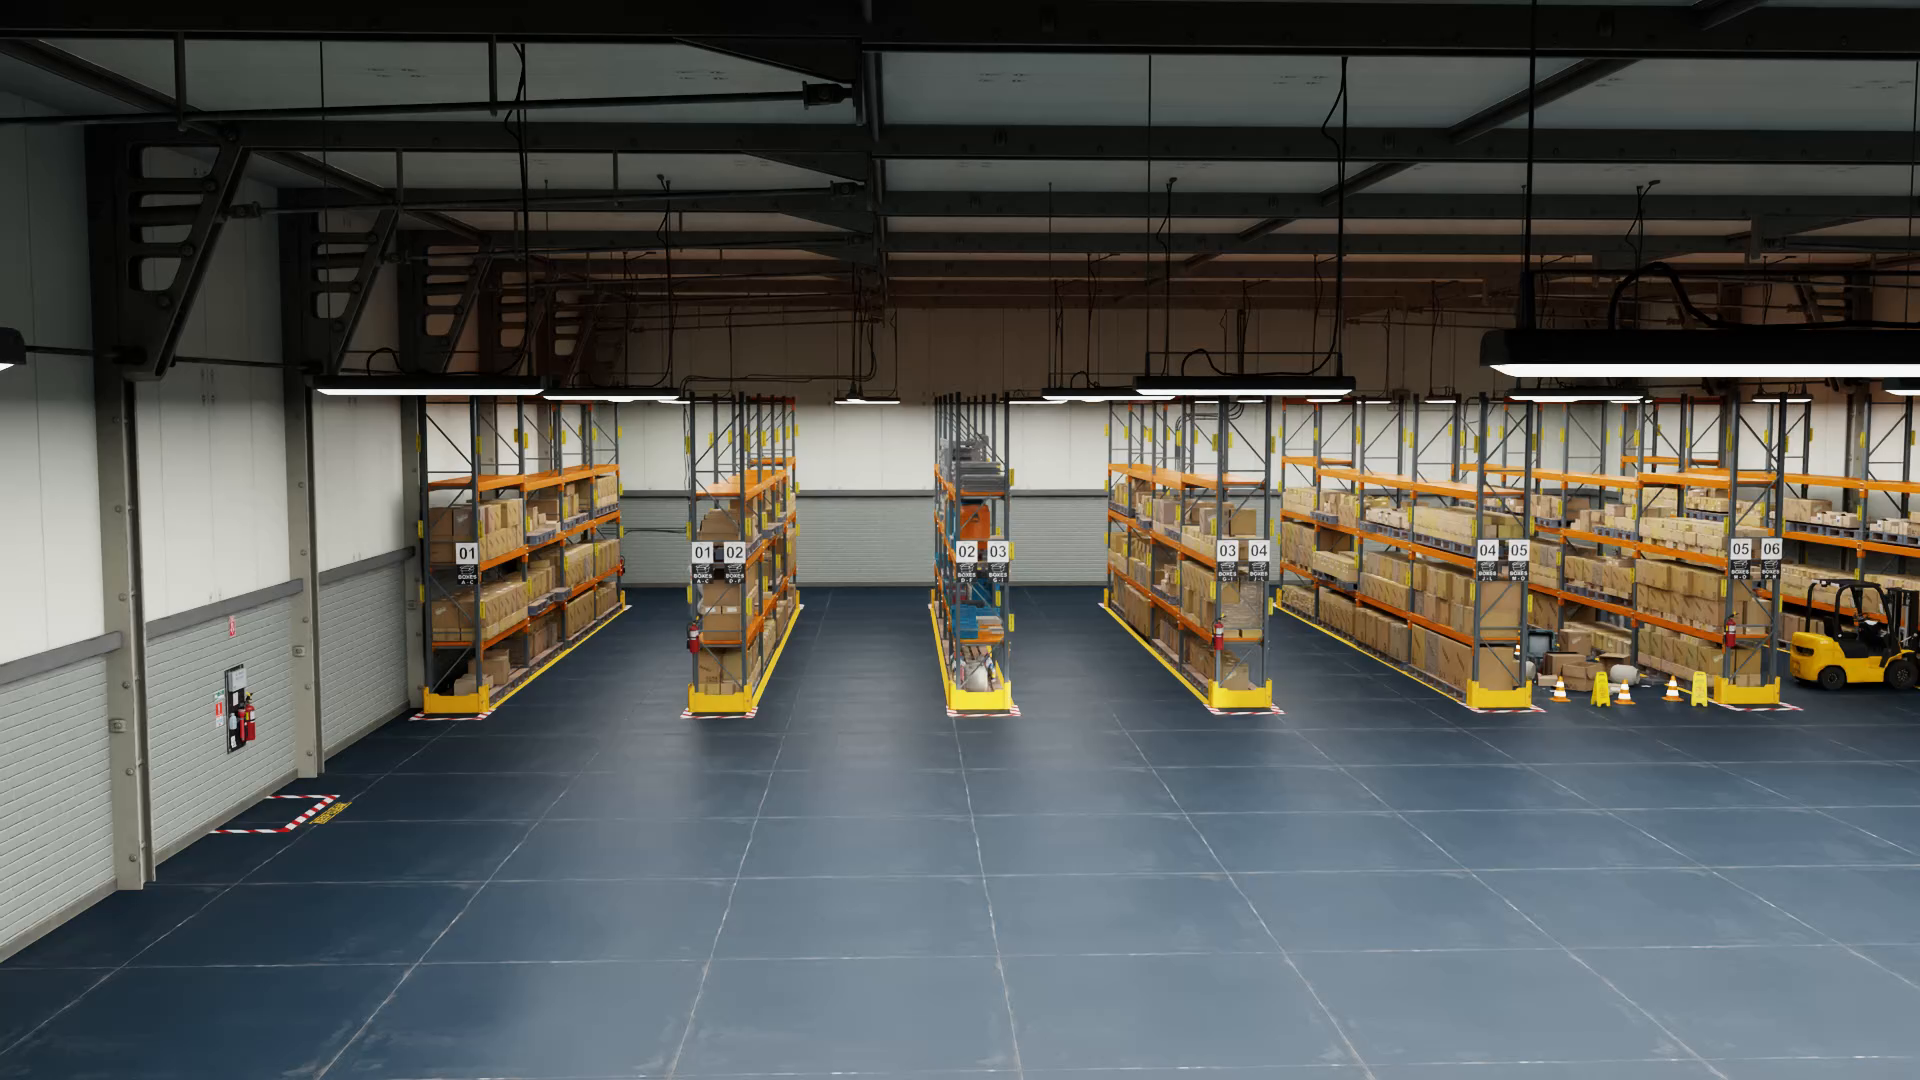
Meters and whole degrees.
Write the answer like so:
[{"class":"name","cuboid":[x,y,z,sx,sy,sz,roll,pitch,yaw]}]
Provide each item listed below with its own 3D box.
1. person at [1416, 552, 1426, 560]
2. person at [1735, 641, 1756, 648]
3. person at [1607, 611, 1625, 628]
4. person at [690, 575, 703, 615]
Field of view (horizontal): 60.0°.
[{"class":"person","cuboid":[14.065,0.754,51.172,1.056,1.743,0.556,-2,5,-18]},{"class":"person","cuboid":[17.555,1.942,37.071,0.442,1.669,0.592,-1,5,-14]},{"class":"person","cuboid":[16.426,1.511,41.655,0.566,1.769,0.537,0,5,-3]},{"class":"person","cuboid":[-7.184,1.248,45.599,0.532,1.659,0.498,3,6,36]}]
